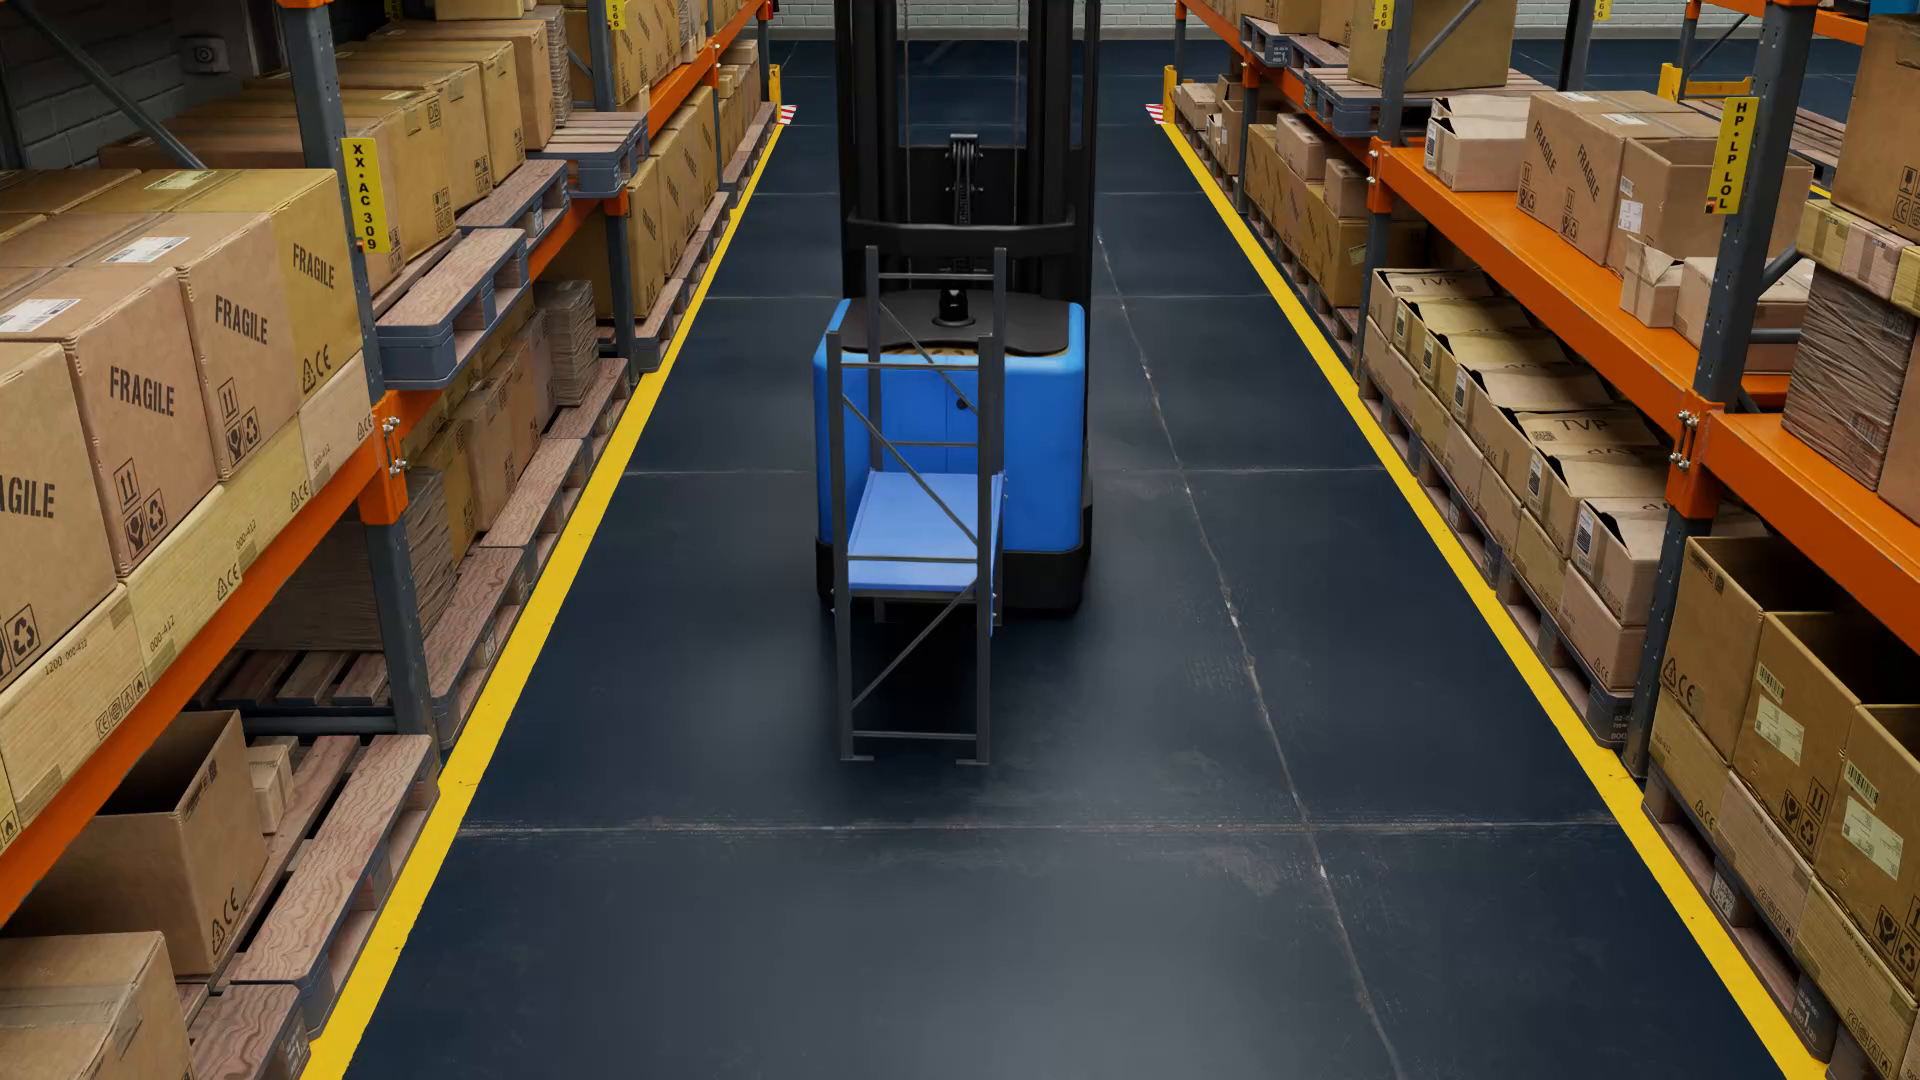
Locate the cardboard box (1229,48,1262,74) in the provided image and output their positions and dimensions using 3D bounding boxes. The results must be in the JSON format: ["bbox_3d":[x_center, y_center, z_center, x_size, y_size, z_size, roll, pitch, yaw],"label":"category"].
[{"bbox_3d":[2.846,-4.381,15.797,0.500,0.500,0.500,0,24,-1],"label":"cardboard box"}]

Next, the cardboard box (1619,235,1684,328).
[{"bbox_3d":[2.531,-0.898,5.759,0.396,0.266,0.258,-1,24,-2],"label":"cardboard box"}]

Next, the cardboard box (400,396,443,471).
[{"bbox_3d":[-2.262,-0.462,6.221,0.500,0.250,0.500,-1,24,-2],"label":"cardboard box"}]

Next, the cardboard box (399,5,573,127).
[{"bbox_3d":[-2.257,-2.275,7.984,0.700,0.500,0.500,-3,25,-7],"label":"cardboard box"}]

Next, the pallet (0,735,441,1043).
[{"bbox_3d":[-2.186,0.973,4.843,1.003,0.211,1.213,0,24,-1],"label":"pallet"}]

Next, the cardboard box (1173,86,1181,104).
[{"bbox_3d":[2.255,-4.270,15.977,0.380,0.149,0.250,0,24,-1],"label":"cardboard box"}]

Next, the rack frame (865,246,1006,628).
[{"bbox_3d":[-0.086,-0.354,6.213,0.500,1.500,0.032,2,24,3],"label":"rack frame"}]

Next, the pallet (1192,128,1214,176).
[{"bbox_3d":[2.615,-3.411,14.536,1.003,0.211,1.213,0,24,-1],"label":"pallet"}]

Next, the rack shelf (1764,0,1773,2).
[{"bbox_3d":[2.703,-2.461,6.284,1.077,0.370,4.000,0,24,-1],"label":"rack shelf"}]

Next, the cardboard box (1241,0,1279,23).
[{"bbox_3d":[2.419,-3.935,11.680,0.700,0.500,0.500,-9,26,-18],"label":"cardboard box"}]

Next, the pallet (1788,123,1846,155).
[{"bbox_3d":[7.527,-3.451,14.625,1.003,0.211,1.213,0,24,-1],"label":"pallet"}]

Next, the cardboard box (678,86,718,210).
[{"bbox_3d":[-2.179,-2.815,11.934,0.750,0.750,0.750,0,24,0],"label":"cardboard box"}]

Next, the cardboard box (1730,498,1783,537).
[{"bbox_3d":[2.969,0.037,5.676,0.500,0.311,0.500,0,24,0],"label":"cardboard box"}]

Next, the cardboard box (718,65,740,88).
[{"bbox_3d":[-2.049,-3.884,13.935,0.380,0.149,0.250,-1,24,-2],"label":"cardboard box"}]

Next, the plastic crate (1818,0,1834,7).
[{"bbox_3d":[7.271,-4.539,13.892,0.293,0.136,0.466,0,24,-1],"label":"plastic crate"}]

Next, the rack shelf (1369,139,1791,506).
[{"bbox_3d":[2.703,-1.094,6.903,1.077,0.370,4.000,0,24,-1],"label":"rack shelf"}]

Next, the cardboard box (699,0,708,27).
[{"bbox_3d":[-2.059,-3.872,11.664,0.500,0.500,0.500,-1,24,-1],"label":"cardboard box"}]

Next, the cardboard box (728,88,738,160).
[{"bbox_3d":[-2.224,-3.439,13.737,0.700,0.500,0.500,0,24,-1],"label":"cardboard box"}]

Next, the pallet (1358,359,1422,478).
[{"bbox_3d":[2.651,-0.636,8.401,1.003,0.211,1.213,0,24,-1],"label":"pallet"}]

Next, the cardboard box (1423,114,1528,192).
[{"bbox_3d":[2.497,-1.836,7.778,0.500,0.311,0.500,-1,24,-1],"label":"cardboard box"}]

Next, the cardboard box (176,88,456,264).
[{"bbox_3d":[-2.199,-1.260,5.742,0.700,0.500,0.500,2,24,5],"label":"cardboard box"}]

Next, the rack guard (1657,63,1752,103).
[{"bbox_3d":[7.534,-4.434,16.448,1.175,0.500,0.348,0,24,-1],"label":"rack guard"}]

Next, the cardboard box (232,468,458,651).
[{"bbox_3d":[-2.253,0.061,5.974,0.700,0.500,0.500,1,24,1],"label":"cardboard box"}]

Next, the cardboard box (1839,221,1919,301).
[{"bbox_3d":[2.537,-0.724,4.302,0.380,0.149,0.250,0,24,0],"label":"cardboard box"}]

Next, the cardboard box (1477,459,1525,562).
[{"bbox_3d":[2.420,-0.125,6.714,0.500,0.250,0.500,0,24,1],"label":"cardboard box"}]

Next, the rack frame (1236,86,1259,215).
[{"bbox_3d":[2.637,-3.894,12.221,1.000,3.000,0.127,0,24,-1],"label":"rack frame"}]

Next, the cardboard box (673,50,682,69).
[{"bbox_3d":[-2.047,-3.207,10.981,0.380,0.149,0.250,0,24,-1],"label":"cardboard box"}]

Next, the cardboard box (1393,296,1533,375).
[{"bbox_3d":[2.407,-1.007,7.982,0.500,0.311,0.500,-1,24,-2],"label":"cardboard box"}]

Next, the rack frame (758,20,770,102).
[{"bbox_3d":[-2.360,-5.519,15.813,1.000,3.000,0.127,0,24,-1],"label":"rack frame"}]

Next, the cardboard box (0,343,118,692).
[{"bbox_3d":[-1.902,-0.036,2.937,0.500,0.500,0.500,0,24,1],"label":"cardboard box"}]

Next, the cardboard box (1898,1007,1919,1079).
[{"bbox_3d":[2.439,1.274,3.620,0.500,0.250,0.500,0,24,-1],"label":"cardboard box"}]

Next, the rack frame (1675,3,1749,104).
[{"bbox_3d":[7.547,-5.563,15.911,1.000,3.000,0.127,0,24,-1],"label":"rack frame"}]

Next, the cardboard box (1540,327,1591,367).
[{"bbox_3d":[2.948,-0.803,7.533,0.500,0.311,0.500,0,24,-1],"label":"cardboard box"}]

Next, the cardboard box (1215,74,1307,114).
[{"bbox_3d":[2.612,-3.732,14.356,0.797,0.503,0.637,0,24,-1],"label":"cardboard box"}]

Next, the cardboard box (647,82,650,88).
[{"bbox_3d":[-2.086,-2.784,10.046,0.380,0.149,0.250,0,24,0],"label":"cardboard box"}]

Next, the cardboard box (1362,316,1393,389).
[{"bbox_3d":[2.393,-0.968,8.576,0.500,0.250,0.500,0,24,-1],"label":"cardboard box"}]

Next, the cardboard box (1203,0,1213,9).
[{"bbox_3d":[2.352,-4.779,14.055,0.500,0.500,0.500,0,24,0],"label":"cardboard box"}]

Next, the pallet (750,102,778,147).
[{"bbox_3d":[-2.273,-3.919,15.660,1.003,0.211,1.213,0,24,-1],"label":"pallet"}]

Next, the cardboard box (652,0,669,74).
[{"bbox_3d":[-2.023,-3.034,9.812,0.500,0.500,0.500,0,24,-1],"label":"cardboard box"}]

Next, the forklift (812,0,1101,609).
[{"bbox_3d":[0.047,-1.635,7.309,1.130,2.935,3.031,2,24,3],"label":"forklift"}]

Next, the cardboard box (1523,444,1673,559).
[{"bbox_3d":[2.422,-0.172,6.137,0.500,0.311,0.500,0,24,1],"label":"cardboard box"}]

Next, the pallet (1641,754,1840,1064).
[{"bbox_3d":[2.691,1.000,4.782,1.003,0.211,1.213,0,24,-1],"label":"pallet"}]

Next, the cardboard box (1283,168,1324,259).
[{"bbox_3d":[2.419,-2.122,10.800,0.500,0.500,0.500,-1,24,-3],"label":"cardboard box"}]

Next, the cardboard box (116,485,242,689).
[{"bbox_3d":[-1.902,0.091,3.566,0.500,0.250,0.500,0,24,-1],"label":"cardboard box"}]

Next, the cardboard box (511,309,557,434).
[{"bbox_3d":[-2.323,-0.775,7.822,0.700,0.500,0.500,0,24,-1],"label":"cardboard box"}]

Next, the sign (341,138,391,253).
[{"bbox_3d":[-1.686,-0.974,4.713,0.100,0.325,0.005,0,24,-1],"label":"sign"}]

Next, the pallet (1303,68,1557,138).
[{"bbox_3d":[2.603,-2.438,9.233,1.213,0.211,1.003,0,24,-1],"label":"pallet"}]

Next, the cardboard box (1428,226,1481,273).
[{"bbox_3d":[2.962,-1.497,9.419,0.500,0.500,0.500,1,24,2],"label":"cardboard box"}]

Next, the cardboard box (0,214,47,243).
[{"bbox_3d":[-2.431,-0.449,3.850,0.500,0.500,0.500,0,24,-1],"label":"cardboard box"}]

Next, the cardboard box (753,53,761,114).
[{"bbox_3d":[-2.252,-4.283,15.604,0.700,0.500,0.500,0,24,-1],"label":"cardboard box"}]

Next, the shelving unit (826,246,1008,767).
[{"bbox_3d":[-0.119,-0.145,5.751,0.538,1.500,1.048,2,24,3],"label":"shelving unit"}]

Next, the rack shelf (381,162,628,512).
[{"bbox_3d":[-2.251,-1.071,6.850,1.077,0.370,4.000,0,24,-1],"label":"rack shelf"}]

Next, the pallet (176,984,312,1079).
[{"bbox_3d":[-2.170,1.477,3.728,1.003,0.211,1.213,0,24,-1],"label":"pallet"}]
